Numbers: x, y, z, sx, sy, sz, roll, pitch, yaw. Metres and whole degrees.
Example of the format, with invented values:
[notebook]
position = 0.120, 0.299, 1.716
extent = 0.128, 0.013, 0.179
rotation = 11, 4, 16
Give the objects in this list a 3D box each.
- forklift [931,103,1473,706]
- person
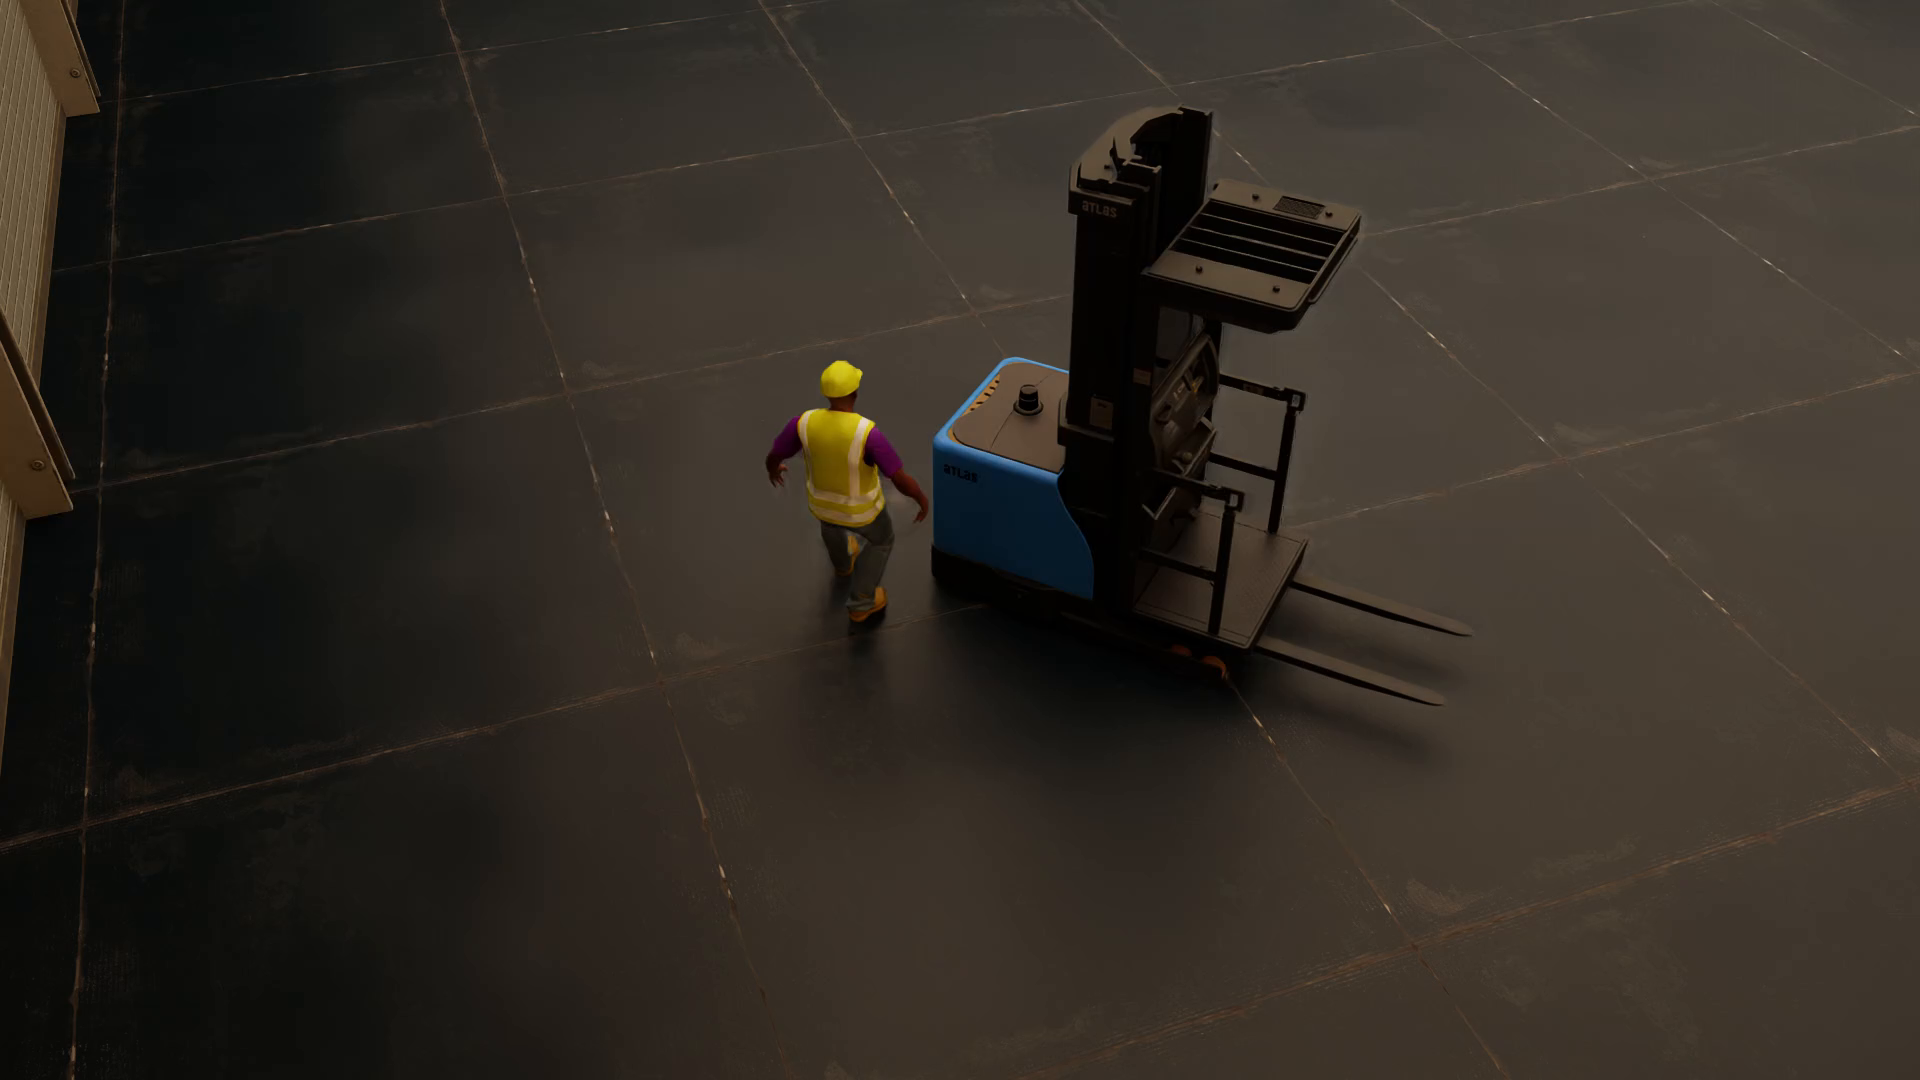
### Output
[forklift]
position = 1.381, -0.705, 8.836
extent = 3.031, 2.935, 1.130
rotation = 18, 43, 21
[person]
position = -0.576, -0.344, 9.353
extent = 0.943, 1.679, 0.717
rotation = 15, 42, 17
